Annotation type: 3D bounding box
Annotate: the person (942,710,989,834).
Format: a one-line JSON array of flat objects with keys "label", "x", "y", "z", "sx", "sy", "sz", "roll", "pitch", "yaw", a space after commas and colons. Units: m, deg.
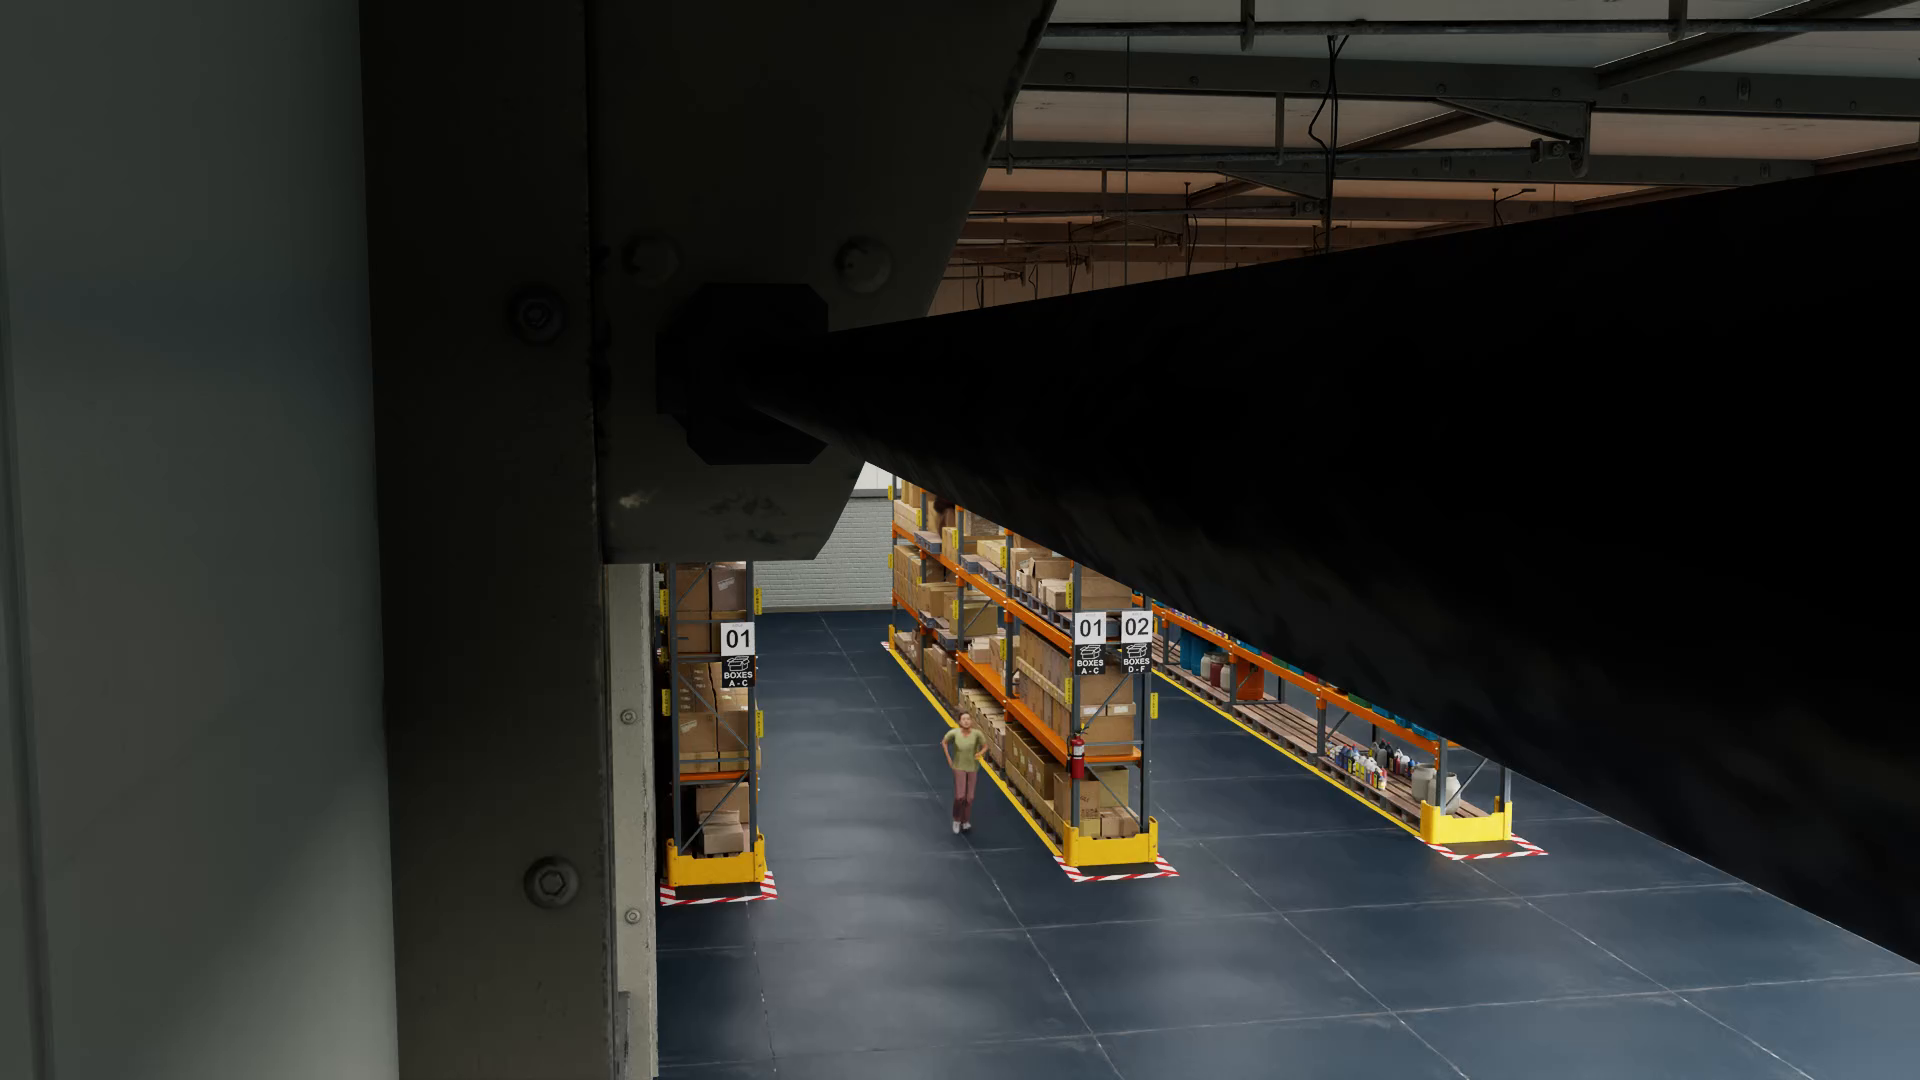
[{"label": "person", "x": 0.082, "y": 3.099, "z": 22.266, "sx": 0.614, "sy": 1.669, "sz": 0.593, "roll": -1, "pitch": 6, "yaw": -7}]
